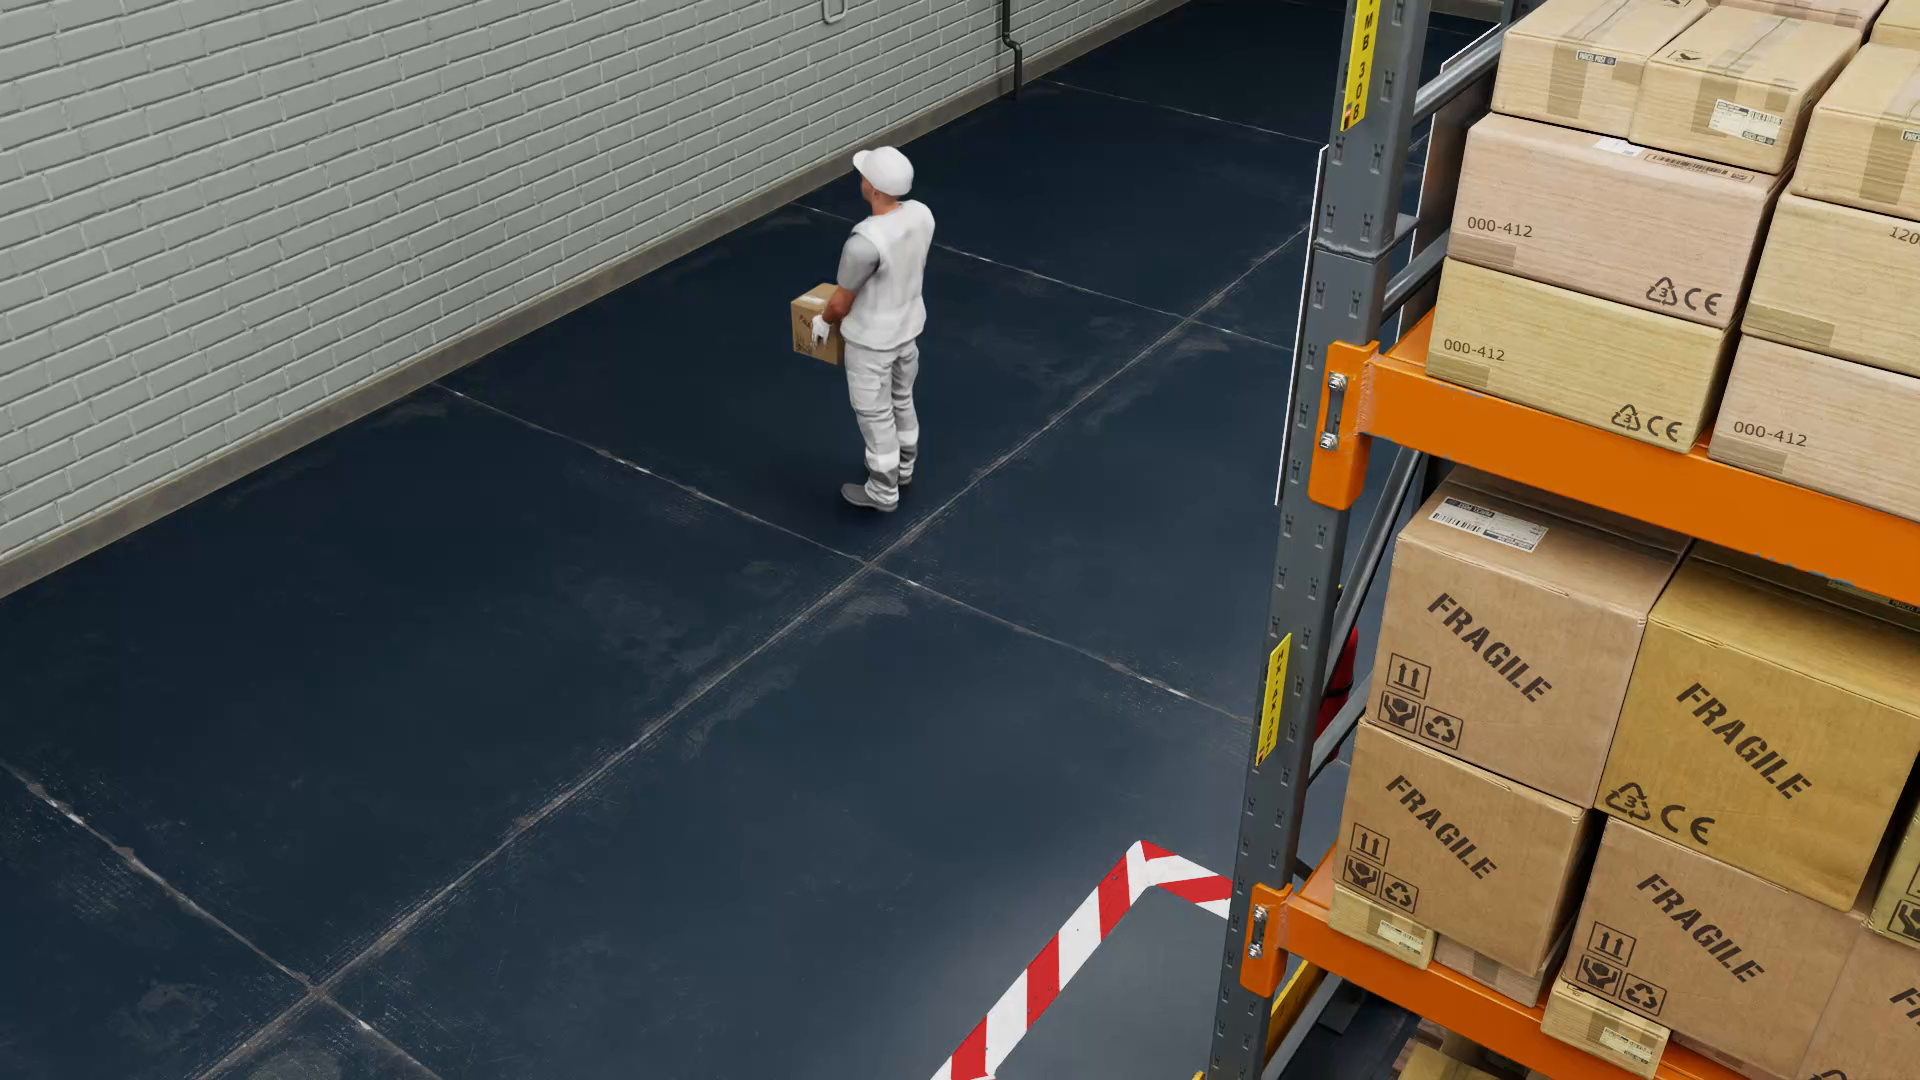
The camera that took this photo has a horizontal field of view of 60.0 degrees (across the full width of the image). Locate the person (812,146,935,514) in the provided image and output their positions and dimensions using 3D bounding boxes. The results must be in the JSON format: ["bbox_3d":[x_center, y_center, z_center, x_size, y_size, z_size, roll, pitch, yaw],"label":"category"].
[{"bbox_3d":[-0.394,-0.944,7.496,0.505,1.793,0.541,23,41,30],"label":"person"}]
